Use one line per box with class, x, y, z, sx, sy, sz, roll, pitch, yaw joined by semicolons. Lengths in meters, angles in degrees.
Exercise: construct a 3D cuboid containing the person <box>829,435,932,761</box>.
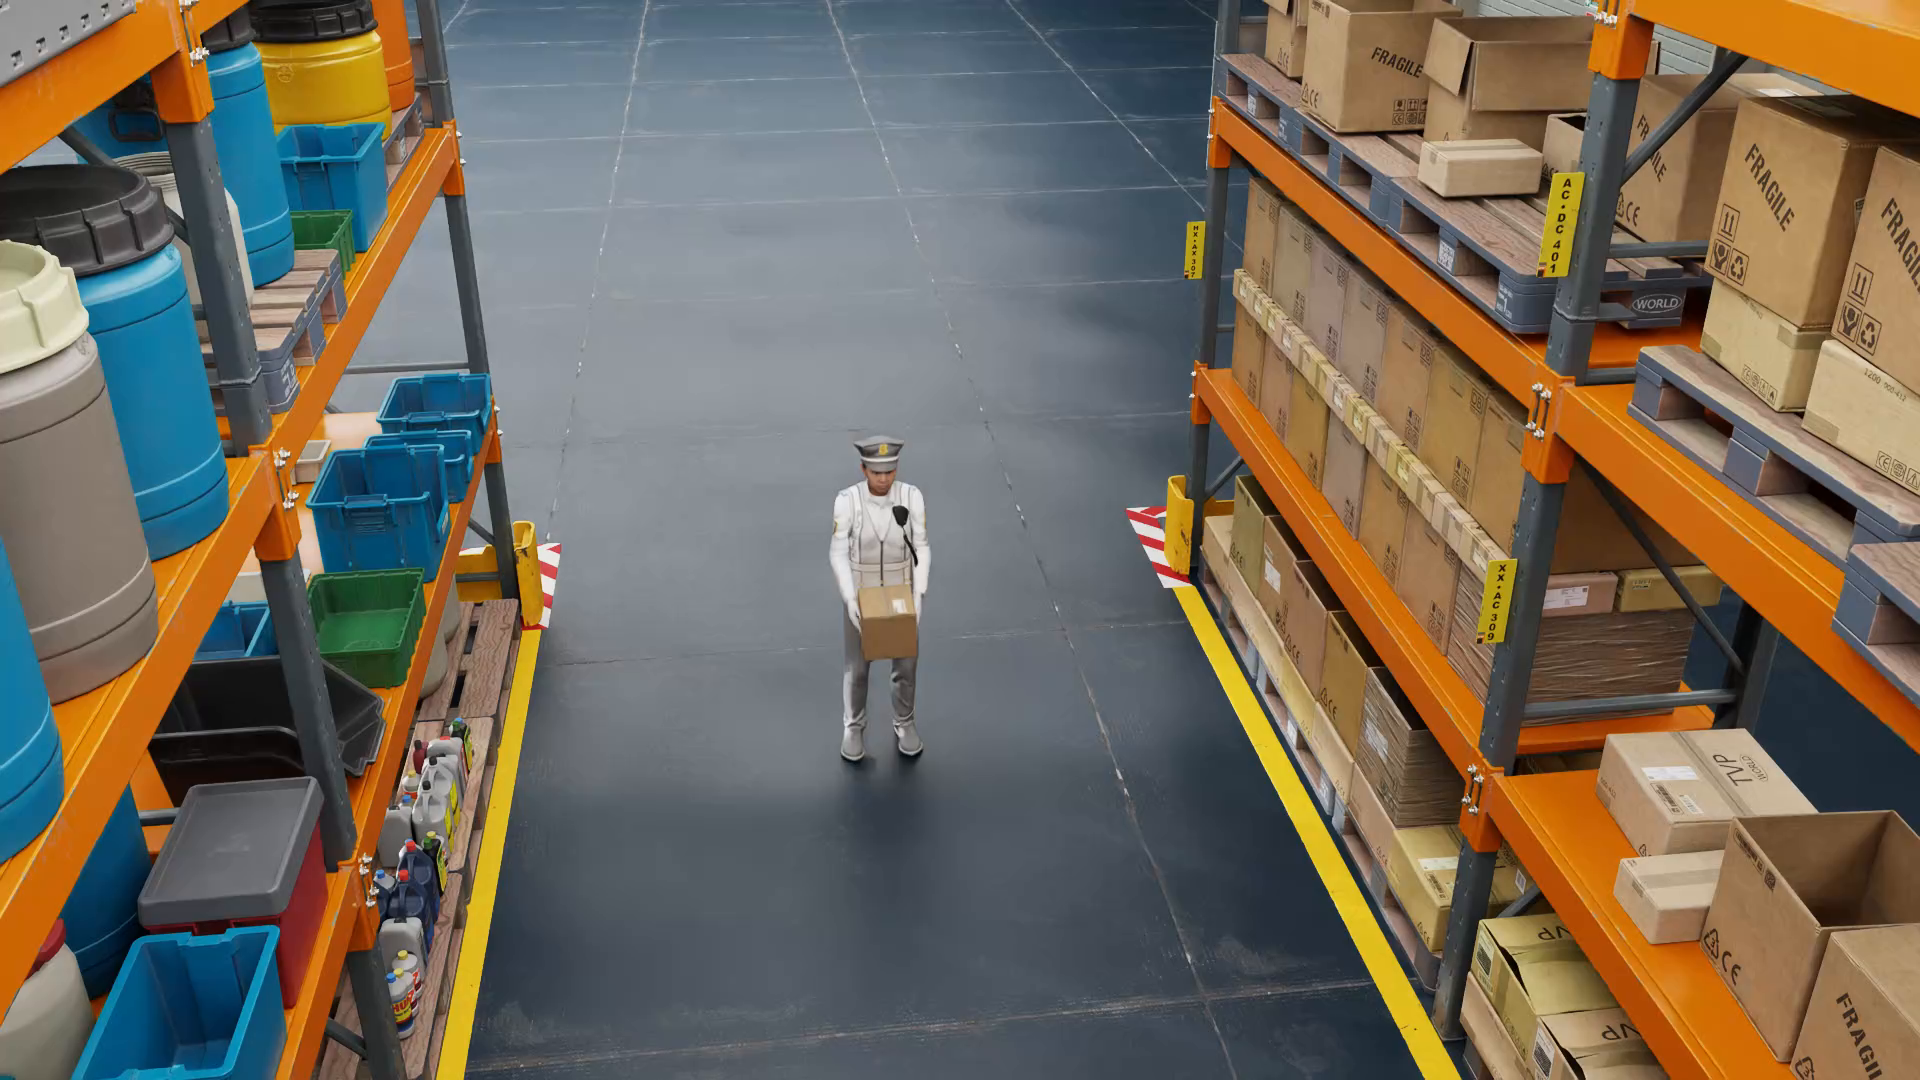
person;-0.373;0.286;8.034;0.497;1.687;0.439;-4;28;-8
